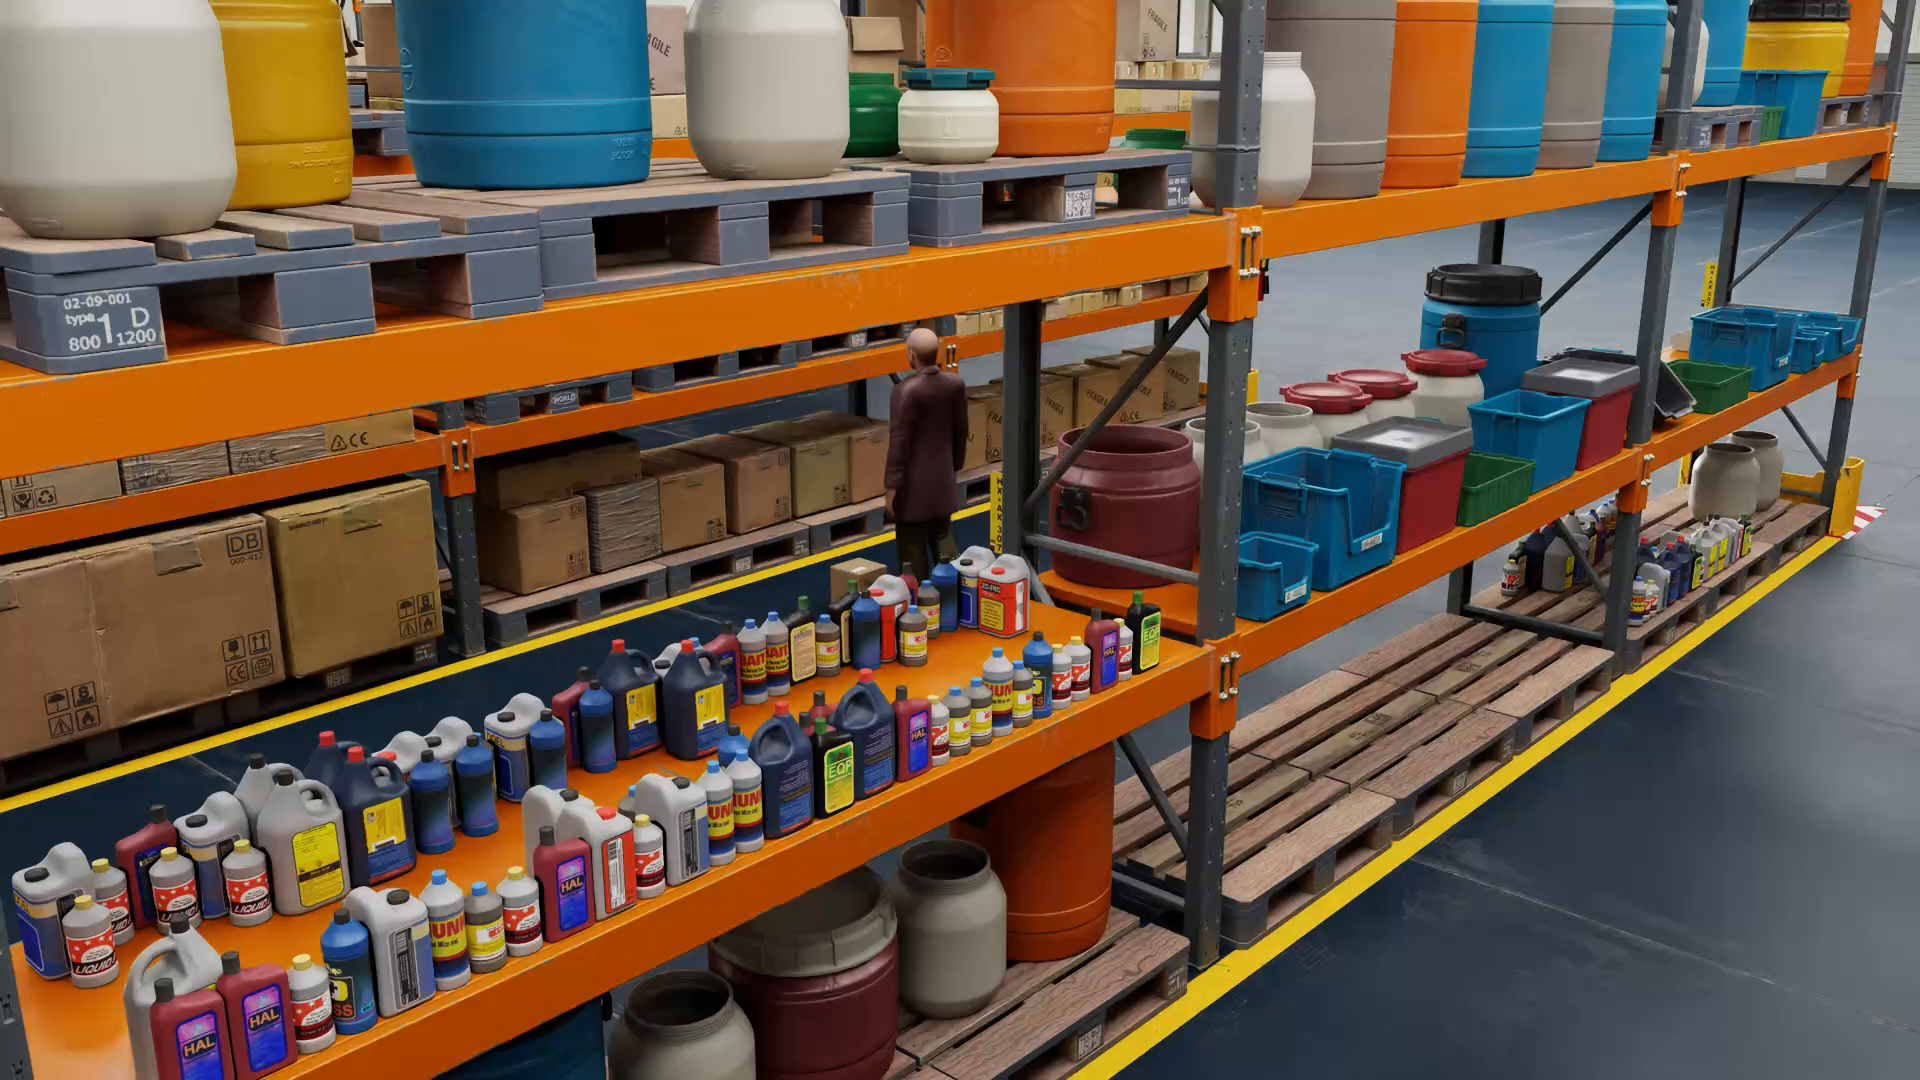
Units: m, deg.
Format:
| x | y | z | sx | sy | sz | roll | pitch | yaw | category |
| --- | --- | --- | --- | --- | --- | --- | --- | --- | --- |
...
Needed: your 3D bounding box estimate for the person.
| x | y | z | sx | sy | sz | roll | pitch | yaw | category |
| --- | --- | --- | --- | --- | --- | --- | --- | --- | --- |
| -0.204 | -0.359 | 9.715 | 0.631 | 1.777 | 0.540 | -14 | 22 | -39 | person |
